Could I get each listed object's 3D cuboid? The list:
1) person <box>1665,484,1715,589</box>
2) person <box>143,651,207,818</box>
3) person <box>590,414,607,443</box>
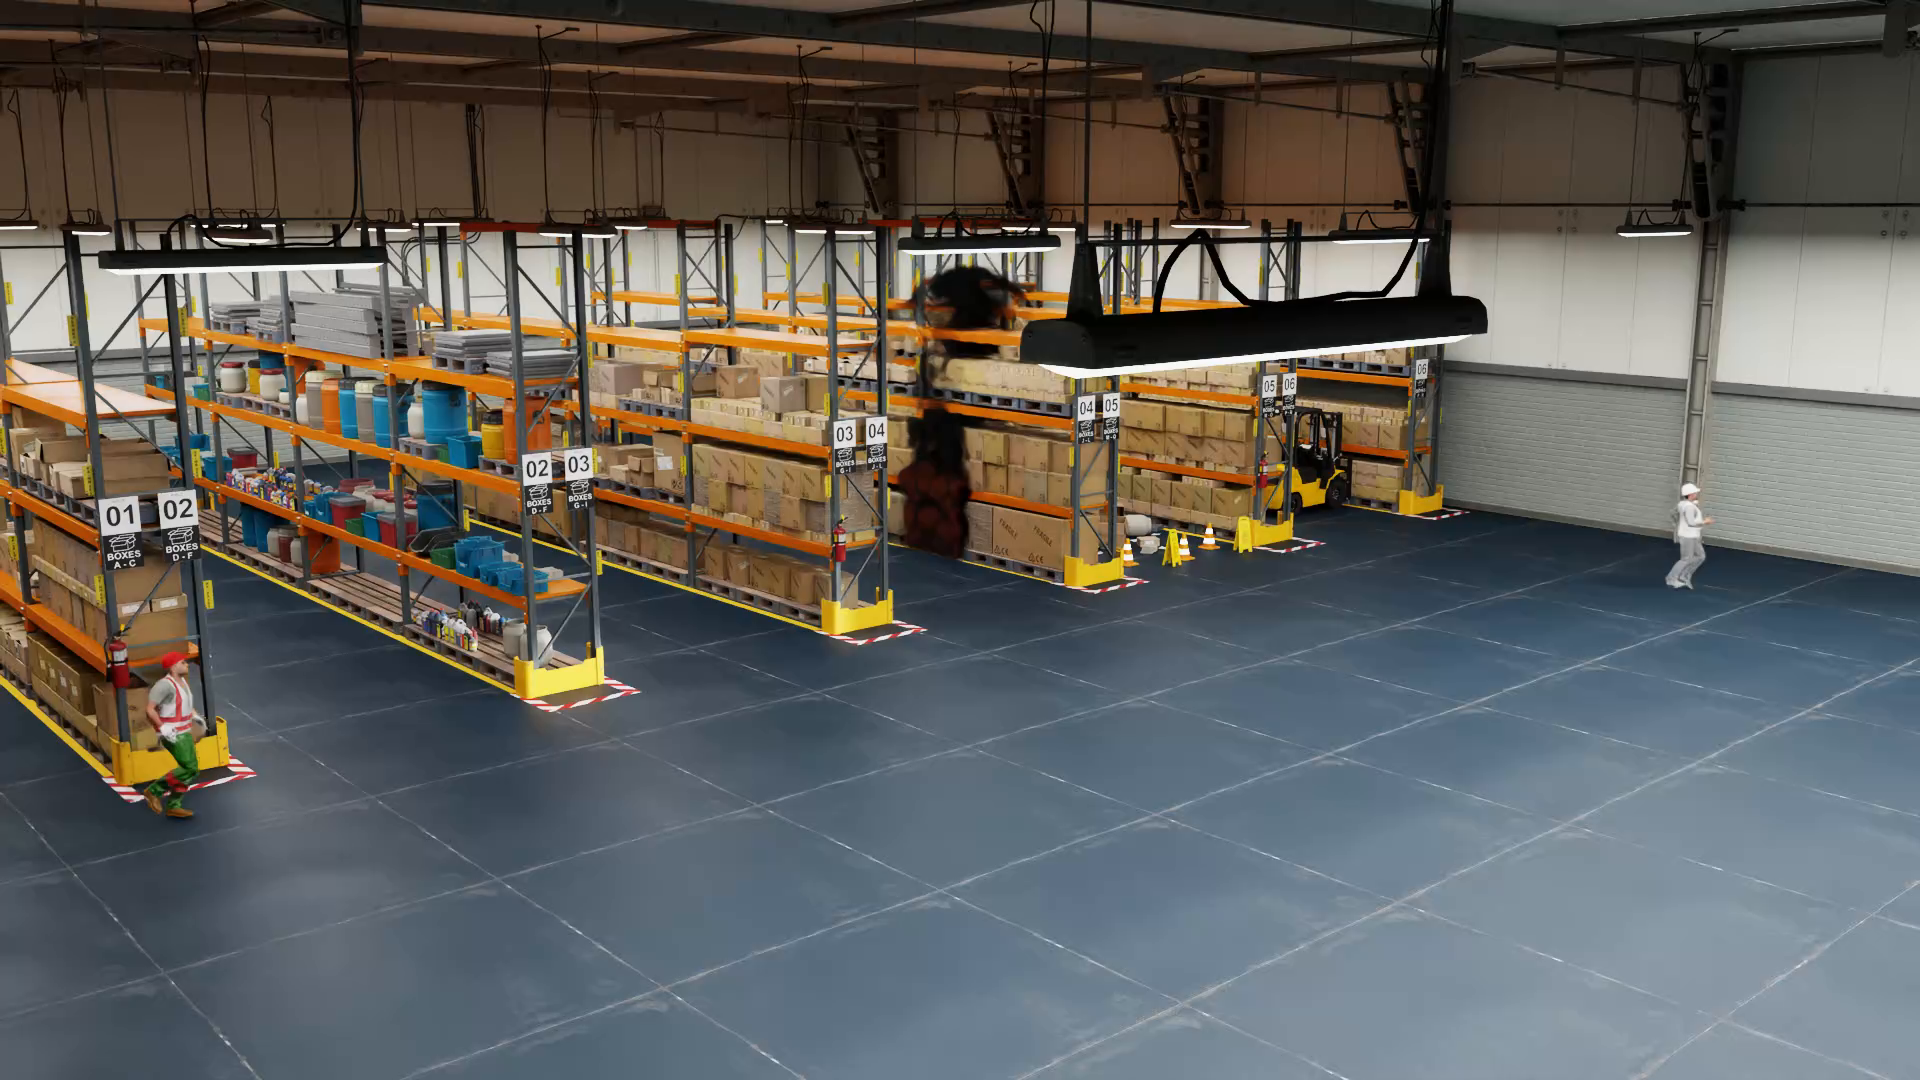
[{"bbox_3d":[12.155,-0.041,27.653,0.680,1.800,0.639,4,12,20],"label":"person"},{"bbox_3d":[-8.260,2.021,17.506,0.565,1.721,0.710,-1,11,-6],"label":"person"},{"bbox_3d":[-8.836,-2.689,40.854,0.567,1.740,0.726,9,14,37],"label":"person"}]
